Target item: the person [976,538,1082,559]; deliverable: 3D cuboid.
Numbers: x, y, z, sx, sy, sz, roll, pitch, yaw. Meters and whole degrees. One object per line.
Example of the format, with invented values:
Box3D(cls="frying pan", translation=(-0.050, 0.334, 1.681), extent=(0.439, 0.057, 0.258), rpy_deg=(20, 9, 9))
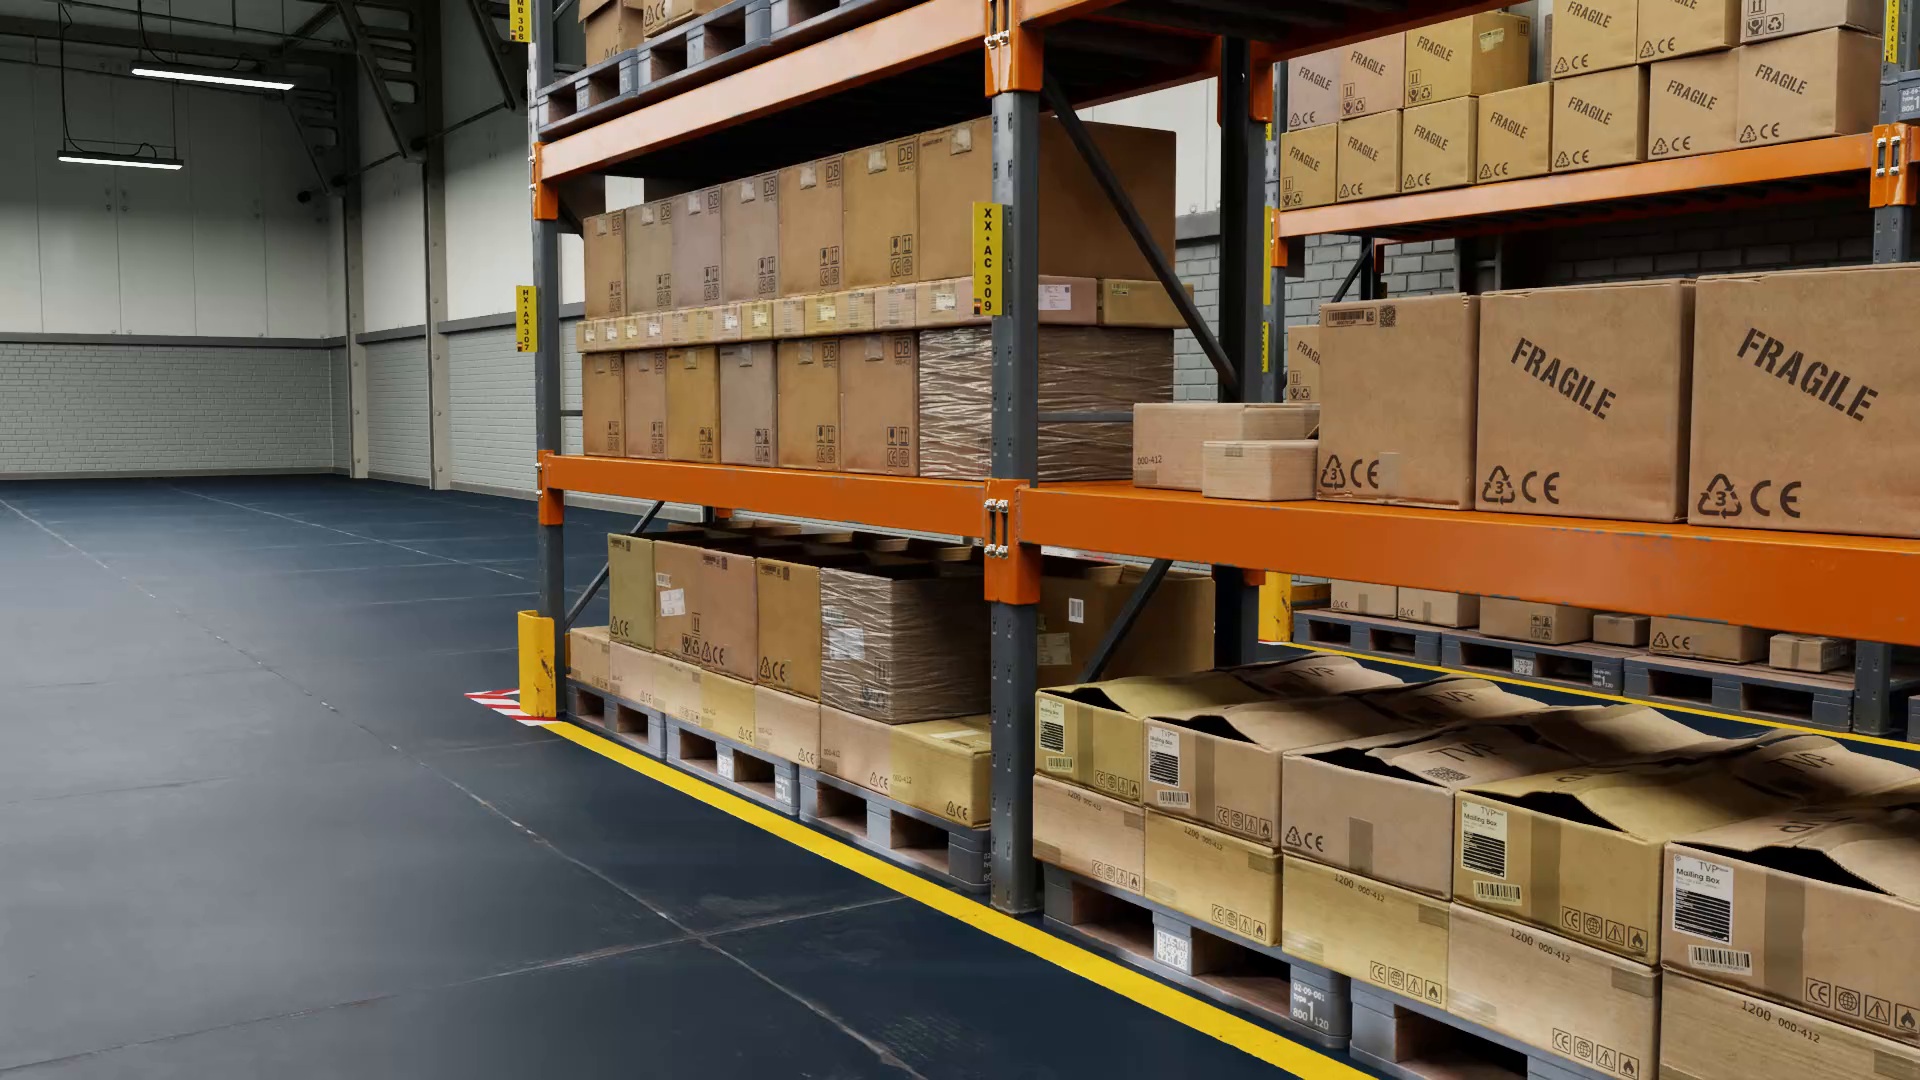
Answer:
Box3D(cls="person", translation=(0.444, 0.419, 8.277), extent=(0.535, 0.931, 0.951), rpy_deg=(-3, 6, -36))
